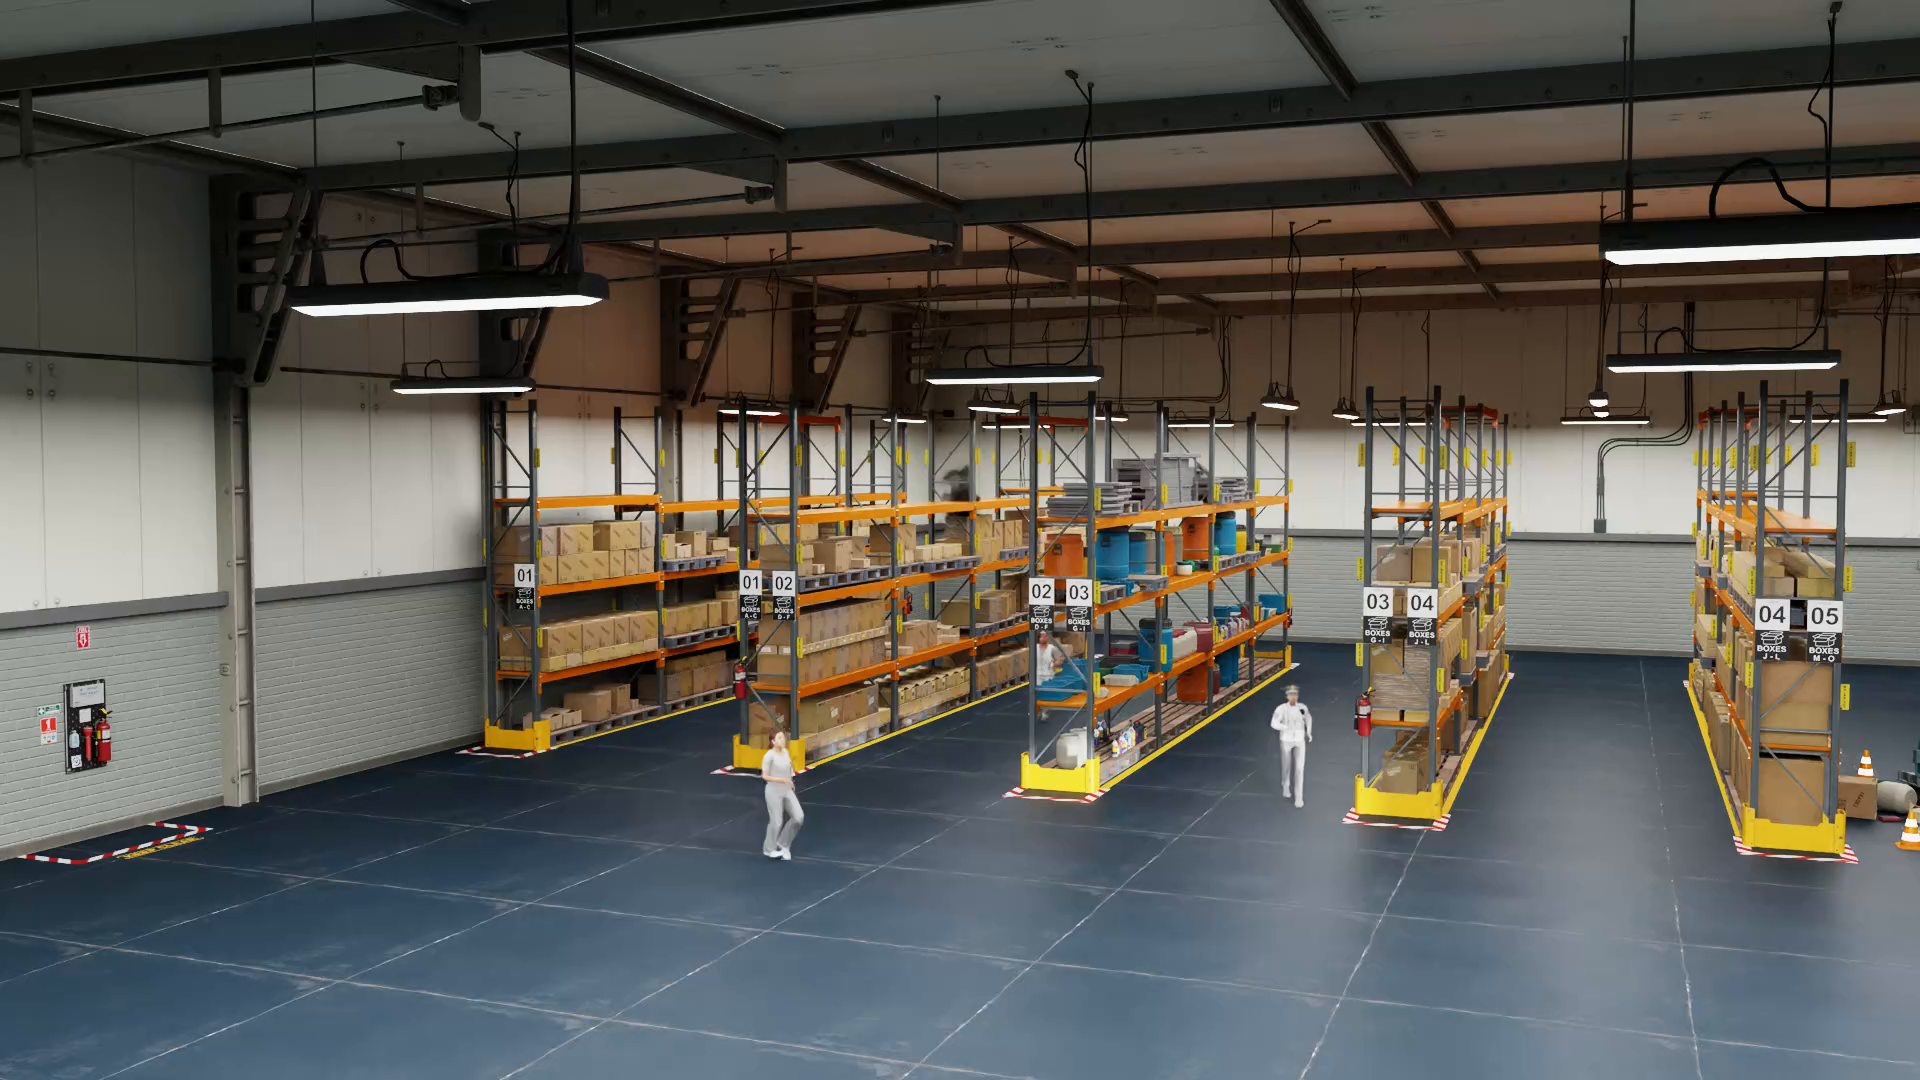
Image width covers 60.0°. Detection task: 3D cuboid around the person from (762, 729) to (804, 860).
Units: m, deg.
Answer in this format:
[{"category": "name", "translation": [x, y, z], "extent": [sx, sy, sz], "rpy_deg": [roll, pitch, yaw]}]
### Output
[{"category": "person", "translation": [-2.216, 3.155, 20.592], "extent": [0.655, 1.653, 0.540], "rpy_deg": [3, 4, 45]}]

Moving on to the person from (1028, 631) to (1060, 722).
[{"category": "person", "translation": [1.547, 2.566, 31.325], "extent": [0.643, 1.742, 0.584], "rpy_deg": [1, 3, 13]}]

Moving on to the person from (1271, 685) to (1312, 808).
[{"category": "person", "translation": [4.814, 2.948, 24.102], "extent": [0.607, 1.721, 0.813], "rpy_deg": [0, 3, 5]}]
